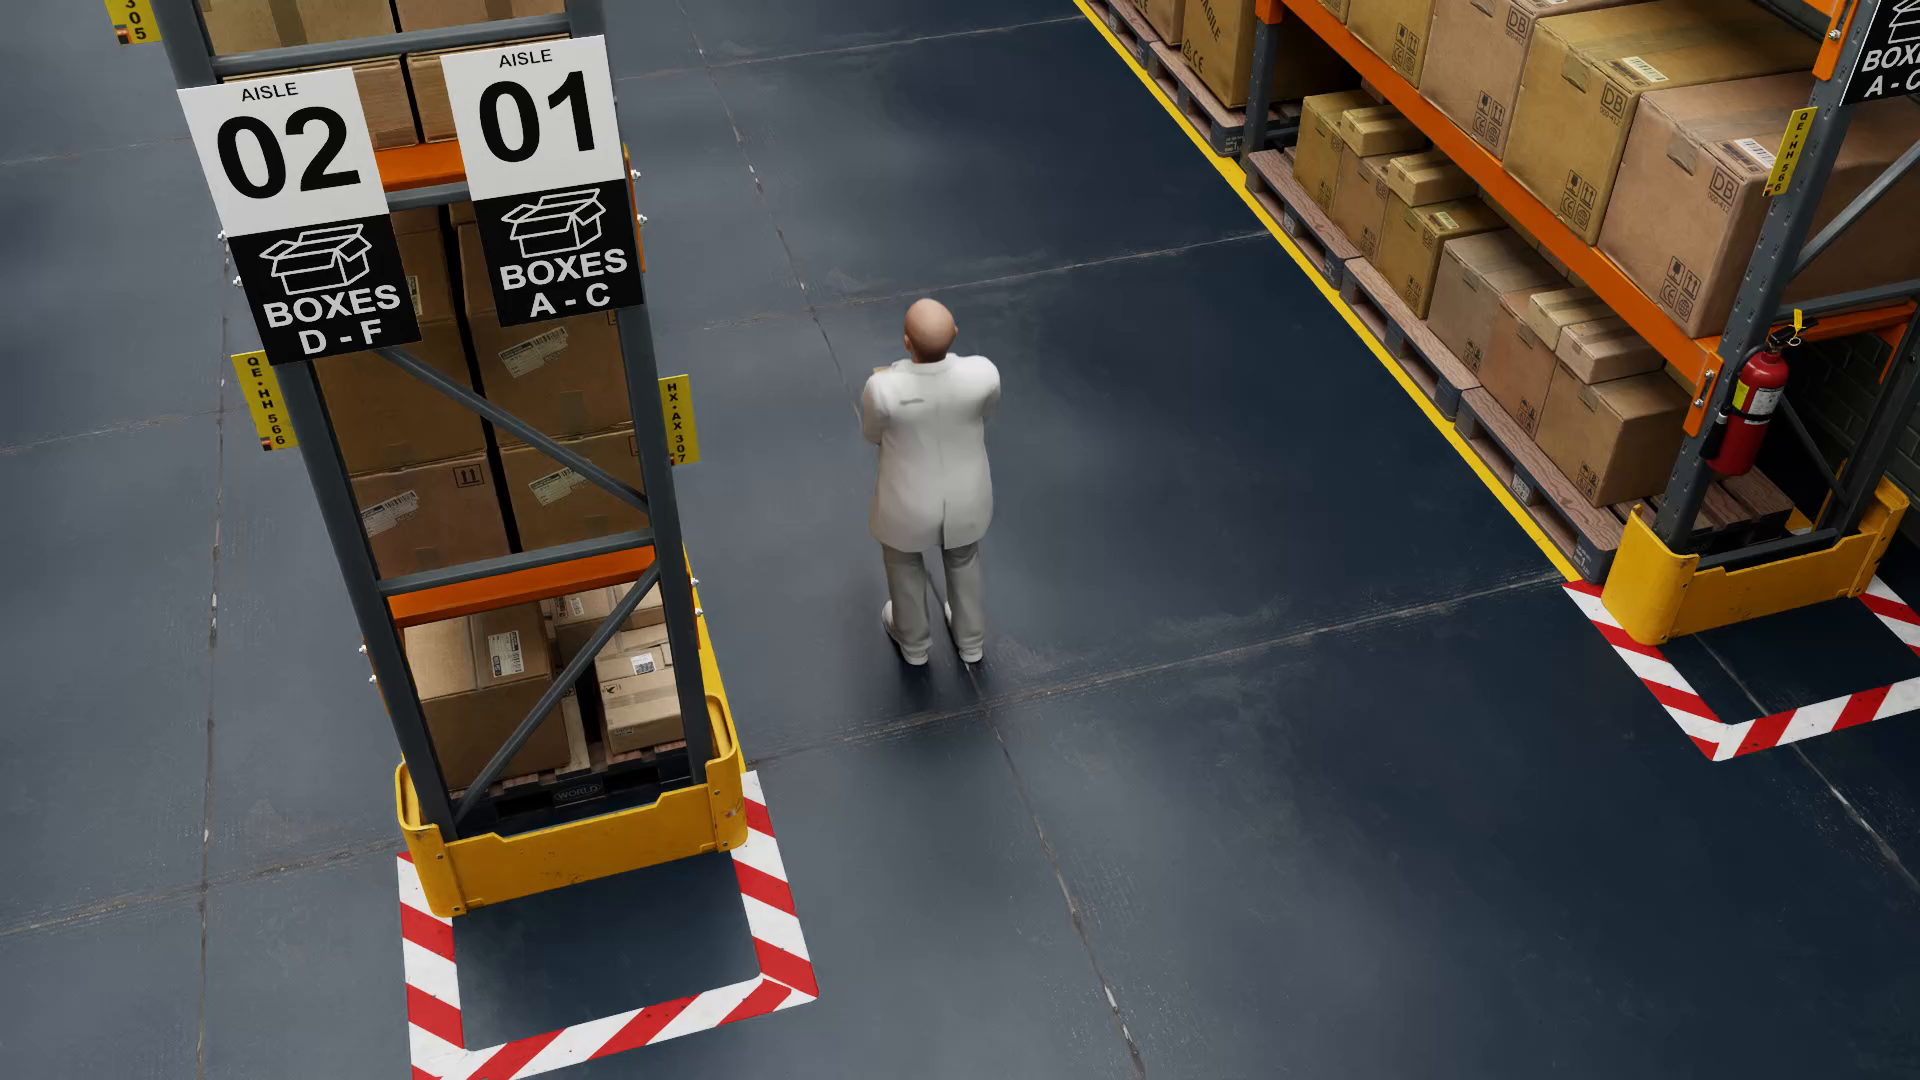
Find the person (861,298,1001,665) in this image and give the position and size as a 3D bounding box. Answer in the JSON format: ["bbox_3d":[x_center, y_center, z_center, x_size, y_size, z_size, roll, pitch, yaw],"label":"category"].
[{"bbox_3d":[-0.140,-0.269,6.478,0.530,1.770,0.555,-11,43,-12],"label":"person"}]
